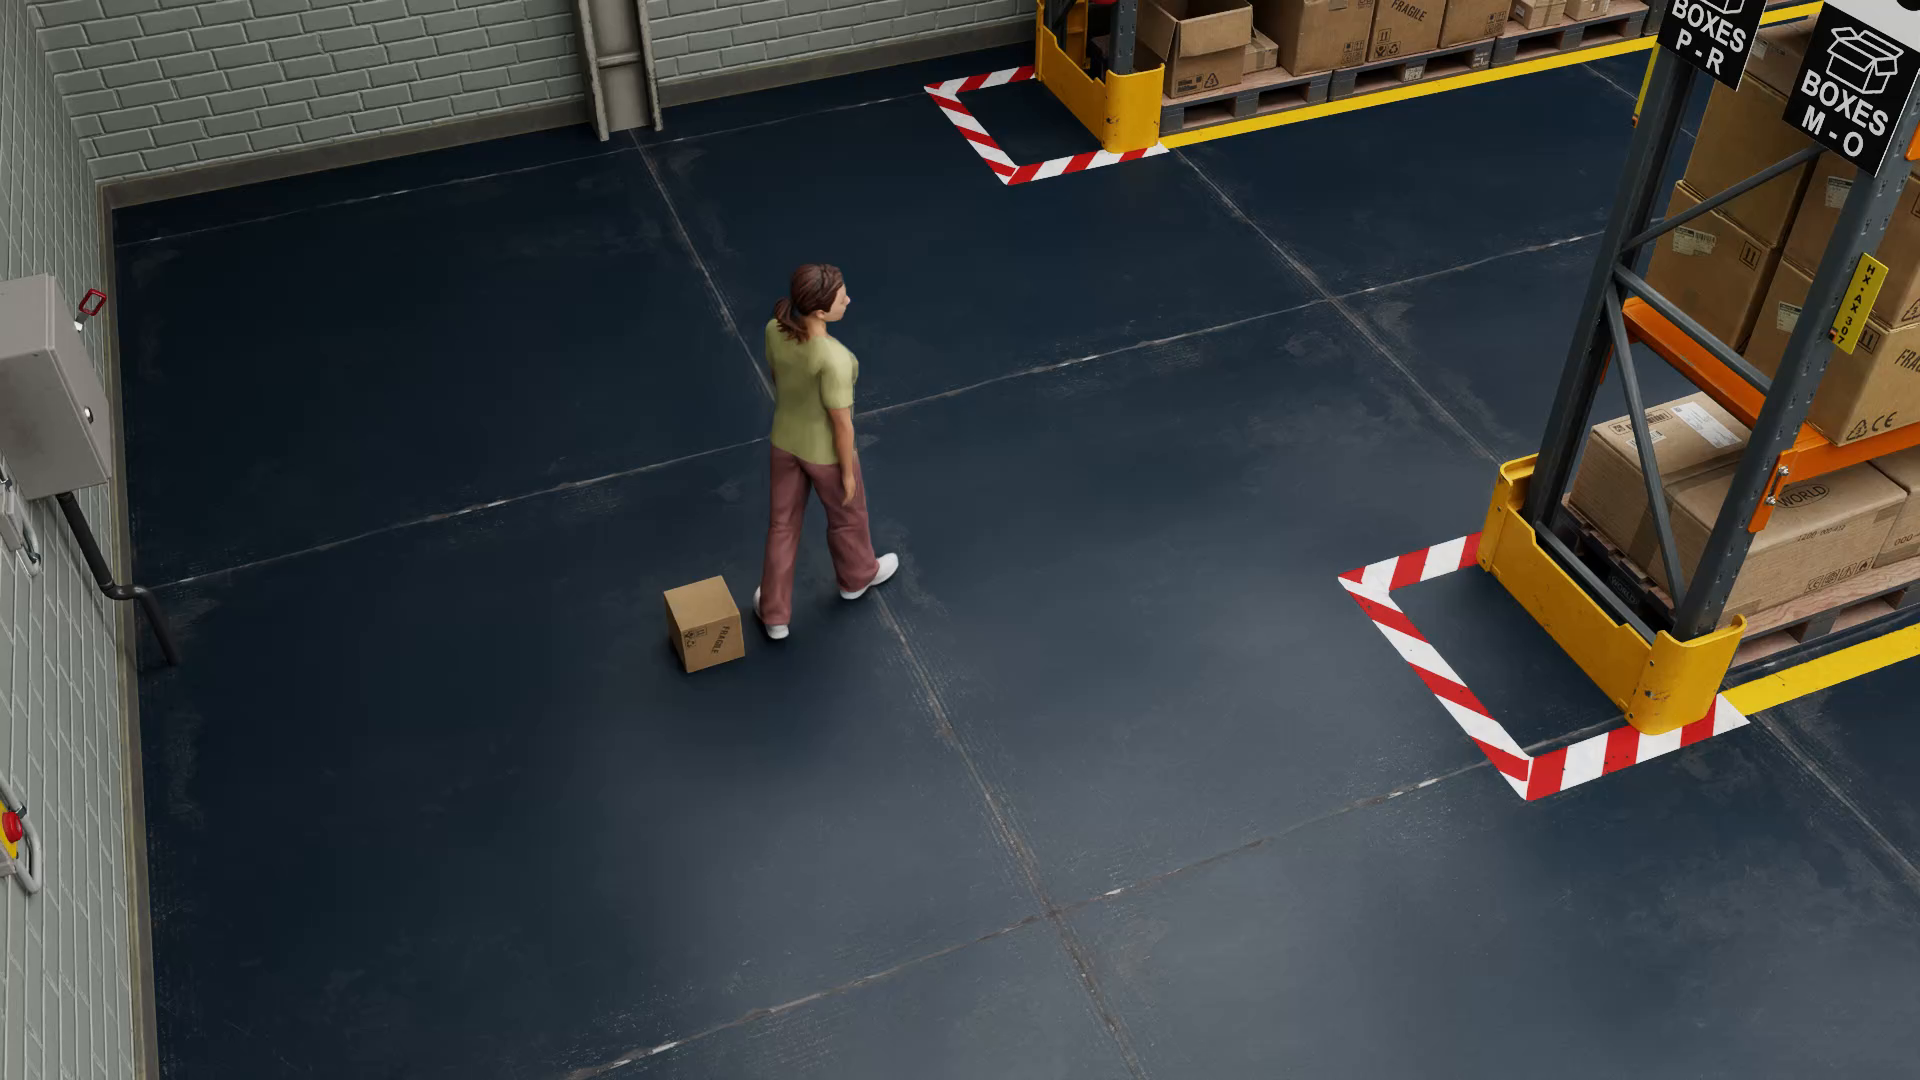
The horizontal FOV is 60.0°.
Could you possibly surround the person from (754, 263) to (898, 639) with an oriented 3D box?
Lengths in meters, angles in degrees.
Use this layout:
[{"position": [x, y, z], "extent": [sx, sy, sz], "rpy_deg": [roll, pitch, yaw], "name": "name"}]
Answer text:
[{"position": [-0.575, -0.360, 6.554], "extent": [0.481, 1.662, 0.701], "rpy_deg": [24, 47, 24], "name": "person"}]
